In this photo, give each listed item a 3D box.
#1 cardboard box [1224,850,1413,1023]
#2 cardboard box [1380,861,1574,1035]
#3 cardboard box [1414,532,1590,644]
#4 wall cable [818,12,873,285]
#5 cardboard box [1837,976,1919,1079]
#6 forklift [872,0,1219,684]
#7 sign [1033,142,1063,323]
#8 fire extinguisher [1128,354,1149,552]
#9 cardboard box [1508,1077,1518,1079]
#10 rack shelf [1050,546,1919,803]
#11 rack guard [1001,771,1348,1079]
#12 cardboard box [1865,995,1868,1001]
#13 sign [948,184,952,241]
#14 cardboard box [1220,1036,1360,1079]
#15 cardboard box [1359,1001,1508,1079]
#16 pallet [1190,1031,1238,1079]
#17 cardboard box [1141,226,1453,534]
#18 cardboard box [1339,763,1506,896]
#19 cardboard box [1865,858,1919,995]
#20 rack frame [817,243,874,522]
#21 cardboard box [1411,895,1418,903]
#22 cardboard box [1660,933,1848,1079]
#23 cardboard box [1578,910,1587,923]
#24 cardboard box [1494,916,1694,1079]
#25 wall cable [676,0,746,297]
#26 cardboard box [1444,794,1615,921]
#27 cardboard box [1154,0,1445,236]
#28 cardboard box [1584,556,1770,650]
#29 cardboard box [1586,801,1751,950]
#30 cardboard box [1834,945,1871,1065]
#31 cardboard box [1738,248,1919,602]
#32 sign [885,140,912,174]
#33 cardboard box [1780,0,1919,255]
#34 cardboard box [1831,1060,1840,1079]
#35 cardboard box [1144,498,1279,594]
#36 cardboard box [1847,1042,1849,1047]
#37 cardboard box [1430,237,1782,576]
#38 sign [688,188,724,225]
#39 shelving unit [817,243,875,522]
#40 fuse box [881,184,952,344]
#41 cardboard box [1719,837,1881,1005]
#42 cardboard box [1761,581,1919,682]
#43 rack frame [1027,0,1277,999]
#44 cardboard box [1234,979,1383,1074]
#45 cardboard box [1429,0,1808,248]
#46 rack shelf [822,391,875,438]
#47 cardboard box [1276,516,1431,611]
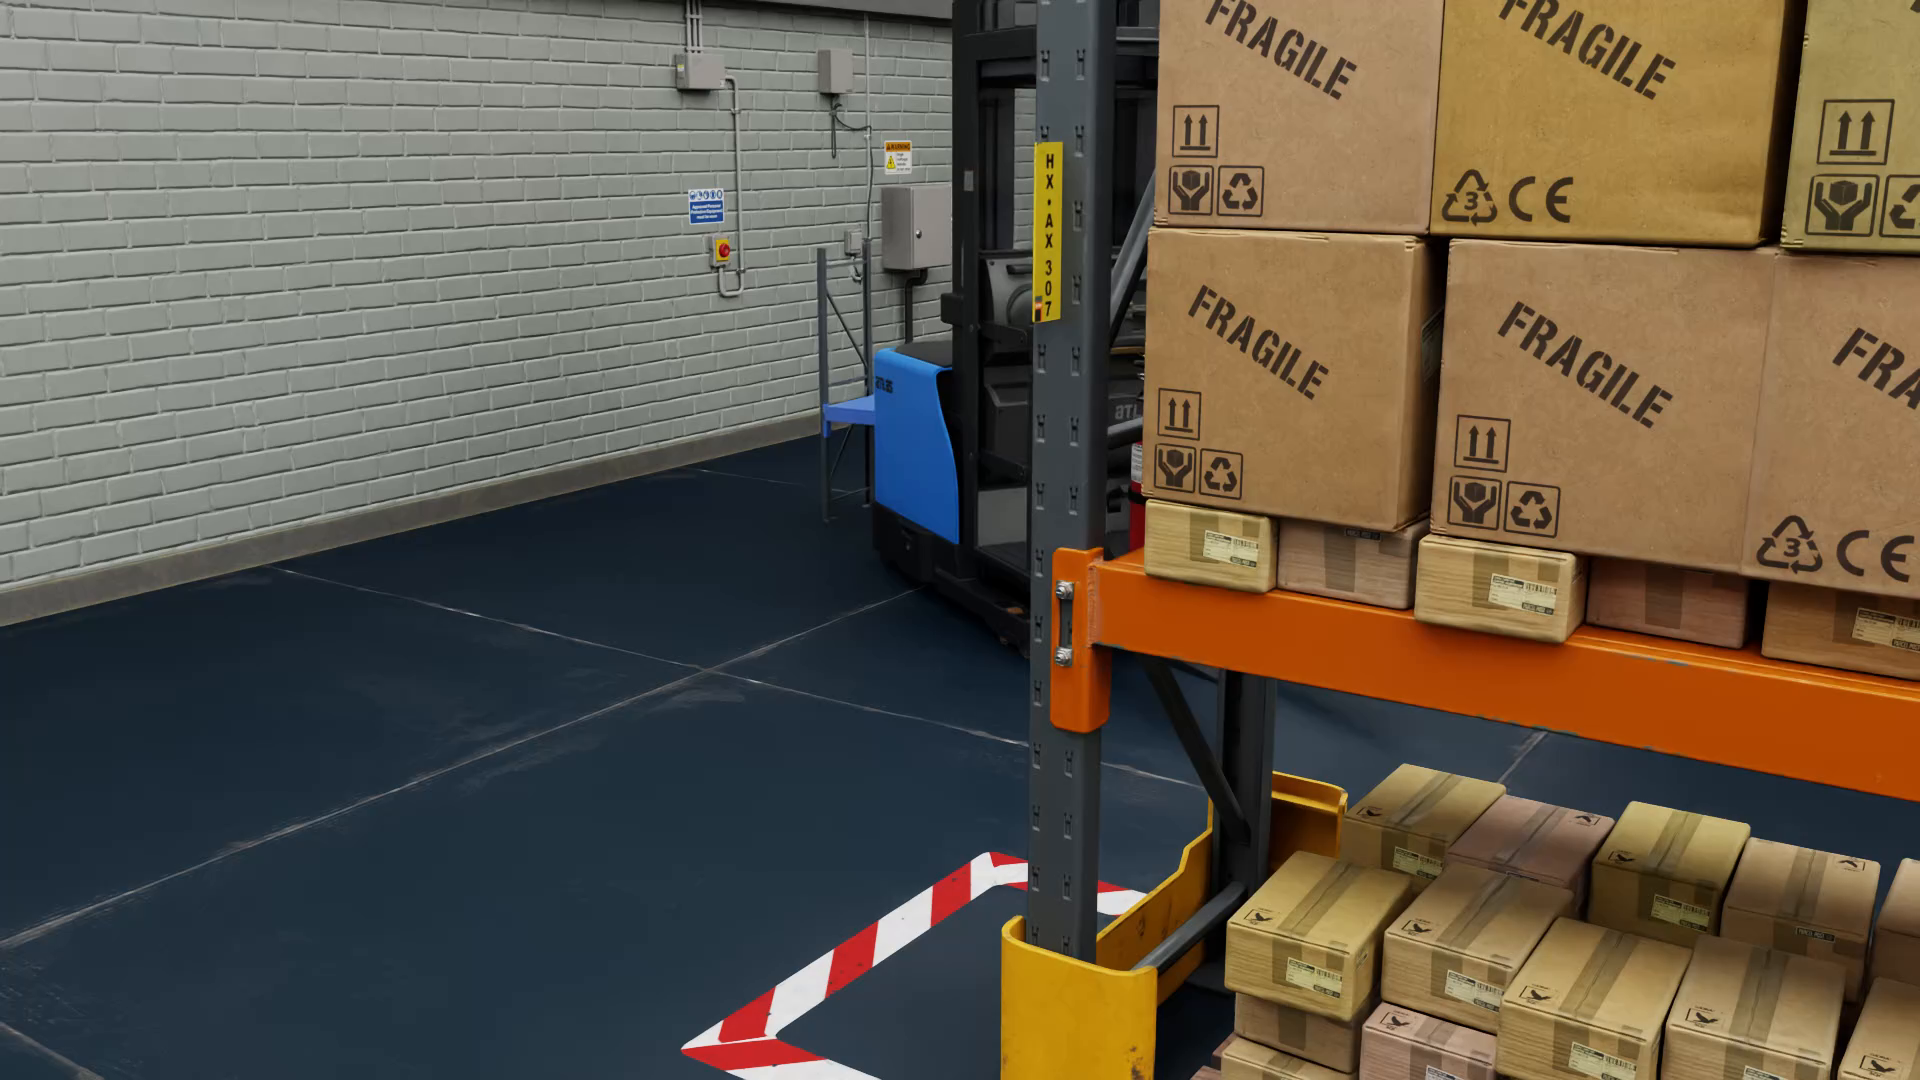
[{"bbox_3d":[0.712,0.772,3.281,0.250,0.149,0.380,8,16,30],"label":"cardboard box"},{"bbox_3d":[1.008,0.785,3.229,0.250,0.149,0.380,10,17,34],"label":"cardboard box"},{"bbox_3d":[0.980,0.047,2.916,0.250,0.149,0.380,9,16,31],"label":"cardboard box"},{"bbox_3d":[-0.764,-2.786,11.723,0.122,1.984,0.588,9,17,33],"label":"wall cable"},{"bbox_3d":[1.622,0.901,2.764,0.250,0.149,0.380,10,17,35],"label":"cardboard box"},{"bbox_3d":[0.636,-1.053,6.978,1.130,2.935,3.031,-6,15,-24],"label":"forklift"},{"bbox_3d":[0.164,-0.569,3.077,0.005,0.325,0.100,9,17,33],"label":"sign"},{"bbox_3d":[0.515,-0.164,4.181,0.183,0.674,0.296,9,17,33],"label":"fire extinguisher"},{"bbox_3d":[1.206,0.963,3.129,0.250,0.149,0.380,9,17,34],"label":"cardboard box"},{"bbox_3d":[2.126,0.361,2.621,4.000,0.370,1.077,9,17,33],"label":"rack shelf"},{"bbox_3d":[0.530,0.967,3.878,0.348,0.500,1.175,9,17,33],"label":"rack guard"},{"bbox_3d":[1.933,0.929,3.268,0.250,0.149,0.380,9,17,34],"label":"cardboard box"},{"bbox_3d":[-0.149,-2.488,12.831,0.001,0.494,0.329,9,17,33],"label":"sign"},{"bbox_3d":[0.723,1.057,3.369,0.250,0.149,0.380,10,17,34],"label":"cardboard box"},{"bbox_3d":[0.954,0.948,3.190,0.250,0.149,0.380,9,17,33],"label":"cardboard box"},{"bbox_3d":[1.184,1.223,3.444,1.213,0.211,1.003,9,17,33],"label":"pallet"},{"bbox_3d":[0.685,-0.334,3.105,0.500,0.500,0.500,10,17,35],"label":"cardboard box"},{"bbox_3d":[1.047,0.655,3.756,0.250,0.149,0.380,9,17,33],"label":"cardboard box"},{"bbox_3d":[1.943,0.782,3.244,0.250,0.149,0.380,10,17,35],"label":"cardboard box"},{"bbox_3d":[-0.631,-0.881,9.262,0.032,1.500,0.500,8,16,28],"label":"rack frame"},{"bbox_3d":[1.064,0.793,3.819,0.250,0.149,0.380,9,16,31],"label":"cardboard box"},{"bbox_3d":[1.397,0.861,2.922,0.250,0.149,0.380,8,16,30],"label":"cardboard box"},{"bbox_3d":[1.251,0.838,3.634,0.250,0.149,0.380,9,16,32],"label":"cardboard box"},{"bbox_3d":[1.145,0.845,2.989,0.250,0.149,0.380,9,17,33],"label":"cardboard box"},{"bbox_3d":[-1.546,-2.517,10.570,0.123,1.953,0.585,9,17,33],"label":"wall cable"},{"bbox_3d":[1.224,0.700,3.574,0.250,0.149,0.380,10,17,34],"label":"cardboard box"},{"bbox_3d":[0.691,-0.822,2.993,0.500,0.500,0.500,9,17,32],"label":"cardboard box"},{"bbox_3d":[1.272,0.054,2.886,0.250,0.149,0.380,10,17,35],"label":"cardboard box"},{"bbox_3d":[1.510,0.709,3.536,0.250,0.149,0.380,9,16,32],"label":"cardboard box"},{"bbox_3d":[1.662,0.919,3.310,0.250,0.149,0.380,9,16,32],"label":"cardboard box"},{"bbox_3d":[1.543,-0.200,2.560,0.500,0.500,0.500,9,17,34],"label":"cardboard box"},{"bbox_3d":[-0.456,-2.826,12.277,0.001,0.242,0.339,9,17,33],"label":"sign"},{"bbox_3d":[1.533,-0.681,2.425,0.500,0.500,0.500,9,16,32],"label":"cardboard box"},{"bbox_3d":[1.359,1.019,2.903,0.250,0.149,0.380,10,17,35],"label":"cardboard box"},{"bbox_3d":[0.553,-0.026,3.209,0.250,0.149,0.380,9,17,32],"label":"cardboard box"},{"bbox_3d":[1.632,1.036,2.835,0.250,0.149,0.380,8,16,30],"label":"cardboard box"},{"bbox_3d":[1.143,-0.268,2.835,0.500,0.500,0.500,9,17,33],"label":"cardboard box"},{"bbox_3d":[-1.624,-2.139,10.658,0.001,0.218,0.327,9,17,33],"label":"sign"},{"bbox_3d":[-0.186,-0.822,9.023,1.048,1.500,0.538,8,16,28],"label":"shelving unit"},{"bbox_3d":[-0.253,-1.783,12.464,0.414,1.711,0.539,9,17,33],"label":"fuse box"},{"bbox_3d":[1.689,0.757,3.345,0.250,0.149,0.380,8,16,31],"label":"cardboard box"},{"bbox_3d":[1.483,0.095,2.719,0.250,0.149,0.380,9,17,32],"label":"cardboard box"},{"bbox_3d":[0.467,-0.257,3.618,0.127,3.000,1.000,9,17,33],"label":"rack frame"},{"bbox_3d":[0.758,0.900,3.384,0.250,0.149,0.380,10,17,35],"label":"cardboard box"},{"bbox_3d":[1.113,-0.756,2.725,0.500,0.500,0.500,10,17,34],"label":"cardboard box"},{"bbox_3d":[-0.186,-0.648,9.067,1.000,0.185,0.538,8,16,28],"label":"rack shelf"},{"bbox_3d":[0.787,0.000,3.104,0.250,0.149,0.380,10,17,35],"label":"cardboard box"}]
